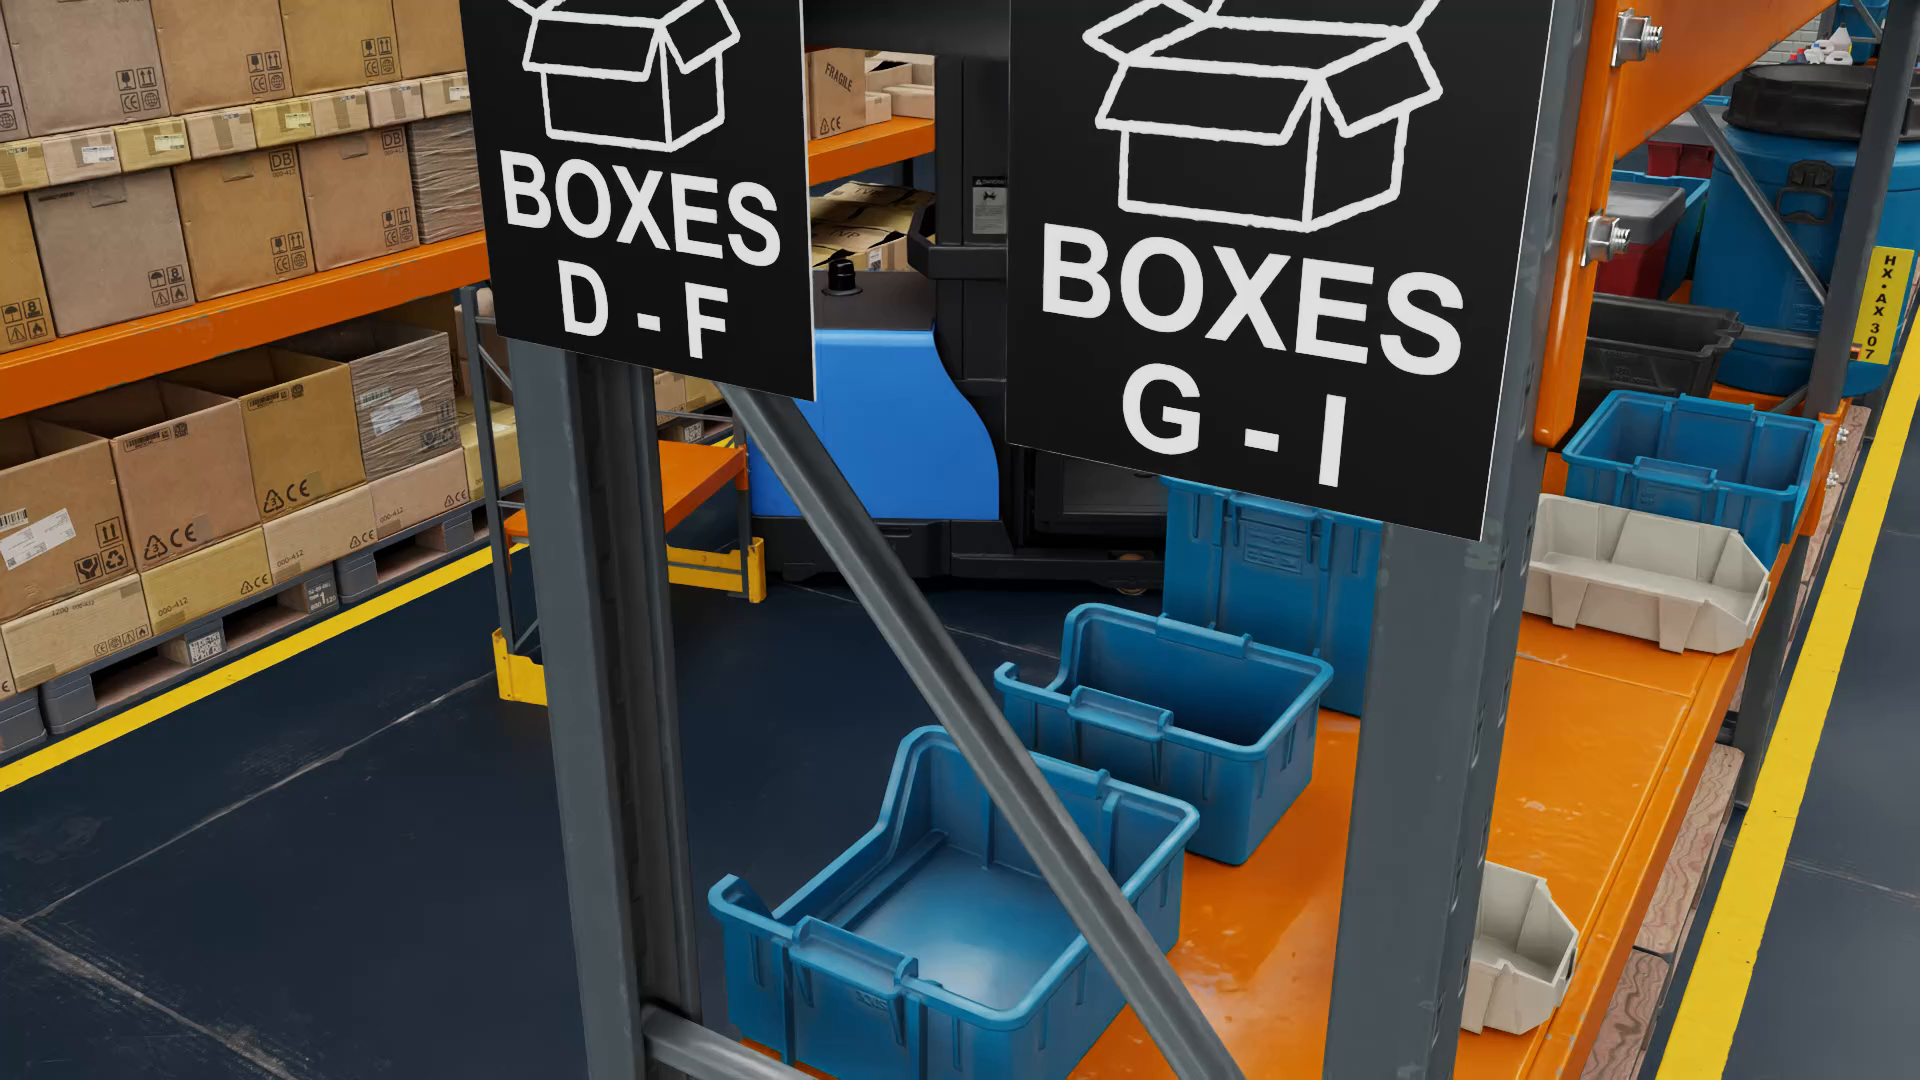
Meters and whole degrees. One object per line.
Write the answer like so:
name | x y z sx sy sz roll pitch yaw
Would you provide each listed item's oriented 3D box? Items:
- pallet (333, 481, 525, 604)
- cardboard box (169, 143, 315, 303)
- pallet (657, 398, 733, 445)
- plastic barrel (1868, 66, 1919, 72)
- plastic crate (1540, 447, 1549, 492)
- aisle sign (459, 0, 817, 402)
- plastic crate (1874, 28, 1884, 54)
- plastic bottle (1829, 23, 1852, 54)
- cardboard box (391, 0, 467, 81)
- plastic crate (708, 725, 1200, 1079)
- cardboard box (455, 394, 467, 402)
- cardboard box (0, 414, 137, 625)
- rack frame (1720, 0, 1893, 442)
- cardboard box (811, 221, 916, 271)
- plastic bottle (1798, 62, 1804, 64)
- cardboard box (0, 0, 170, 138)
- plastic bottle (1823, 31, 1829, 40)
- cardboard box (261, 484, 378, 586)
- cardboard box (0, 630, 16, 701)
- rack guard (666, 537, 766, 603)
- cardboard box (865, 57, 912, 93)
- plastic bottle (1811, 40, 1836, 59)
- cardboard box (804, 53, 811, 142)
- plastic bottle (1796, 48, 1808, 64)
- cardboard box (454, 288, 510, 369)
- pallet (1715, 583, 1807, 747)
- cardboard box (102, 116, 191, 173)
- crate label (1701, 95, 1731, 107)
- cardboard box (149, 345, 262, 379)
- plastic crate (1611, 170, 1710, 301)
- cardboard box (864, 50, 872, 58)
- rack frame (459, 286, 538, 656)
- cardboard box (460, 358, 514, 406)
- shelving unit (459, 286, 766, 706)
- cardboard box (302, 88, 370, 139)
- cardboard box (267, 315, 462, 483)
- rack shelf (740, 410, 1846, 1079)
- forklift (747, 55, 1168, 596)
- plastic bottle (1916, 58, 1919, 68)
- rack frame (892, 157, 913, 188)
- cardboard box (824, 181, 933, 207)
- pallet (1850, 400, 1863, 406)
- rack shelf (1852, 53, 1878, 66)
pallet | -2.557 -0.144 7.318 1.003 0.211 1.213 14 27 29
cardboard box | -2.871 -1.231 6.191 0.700 0.500 0.500 14 27 30
pallet | -1.746 -0.661 8.511 1.003 0.211 1.213 14 27 29
plastic barrel | 4.227 -1.837 7.546 0.600 0.536 0.708 14 27 29
plastic crate | 1.149 -0.148 4.083 0.450 0.188 0.662 14 27 29
aisle sign | -0.296 -0.525 1.416 0.394 0.787 0.004 14 27 29
plastic crate | 6.687 -3.680 12.246 0.437 0.125 0.590 14 27 29
plastic bottle | 5.842 -3.257 11.061 0.144 0.351 0.185 14 27 29
cardboard box | -2.330 -2.174 6.737 0.700 0.500 0.500 14 27 29
plastic crate | 0.005 0.542 2.409 0.499 0.251 0.616 14 27 29
cardboard box | -2.604 -0.522 7.612 0.500 0.250 0.500 14 27 29
cardboard box | -3.225 -0.084 5.656 0.500 0.500 0.500 14 27 29
rack frame | 4.215 -1.994 8.082 1.000 3.000 0.127 14 27 29
cardboard box | -0.596 -1.647 9.506 0.500 0.311 0.500 14 27 29
plastic bottle | 4.888 -2.647 9.736 0.061 0.283 0.133 14 27 29
cardboard box | -3.124 -1.666 5.563 0.700 0.500 0.500 14 27 29
plastic bottle | 5.769 -3.257 11.144 0.061 0.283 0.133 14 27 29
cardboard box | -2.684 -0.074 6.577 0.500 0.250 0.500 14 27 29
cardboard box | -3.479 0.432 5.410 0.500 0.250 0.500 14 27 29
rack guard | -1.070 0.090 6.726 0.587 0.250 0.087 7 24 15
cardboard box | -0.628 -2.732 9.896 0.500 0.311 0.500 14 27 28
plastic bottle | 5.564 -3.088 10.763 0.152 0.276 0.135 14 27 29
cardboard box | -1.140 -2.332 8.736 0.500 0.500 0.500 14 27 29
plastic bottle | 4.956 -2.736 9.856 0.144 0.351 0.185 14 27 29
cardboard box | -2.131 -1.069 8.170 0.500 0.311 0.500 14 27 29
pallet | 2.486 0.362 6.148 1.003 0.211 1.213 14 27 29
cardboard box | -2.872 -1.372 5.701 0.380 0.149 0.250 15 28 31
crate label | 3.461 -1.732 7.431 0.502 0.435 0.616 14 27 29
cardboard box | -3.139 -0.530 6.688 0.500 0.500 0.500 14 27 29
plastic crate | 2.422 -1.075 5.977 0.392 0.384 0.575 14 27 29
cardboard box | -1.343 -4.866 17.333 0.700 0.500 0.500 14 27 28
rack frame | -1.366 -0.097 5.586 0.500 1.500 0.032 7 24 15
cardboard box | -2.129 -0.815 8.290 0.500 0.250 0.500 14 27 28
shelving unit | -1.215 -0.294 6.041 0.587 1.500 1.083 7 24 15
cardboard box | -2.469 -1.630 6.297 0.380 0.149 0.250 14 27 29
cardboard box | -2.434 -0.590 6.826 0.500 0.500 0.500 14 27 29
rack shelf | 1.050 0.361 3.547 1.077 0.370 4.000 14 27 29
forklift | 0.631 -1.334 6.642 3.031 2.935 1.130 1 23 2
plastic bottle | 5.746 -2.766 10.025 0.097 0.271 0.097 0 23 0
rack frame | 0.008 -3.034 10.482 1.000 3.000 0.127 14 27 29
cardboard box | -0.517 -2.107 10.567 0.500 0.311 0.500 15 28 31
pallet | 4.595 -0.990 9.270 1.003 0.211 1.213 14 27 29
rack shelf | 7.380 -3.689 12.902 1.077 0.370 4.000 14 27 29
